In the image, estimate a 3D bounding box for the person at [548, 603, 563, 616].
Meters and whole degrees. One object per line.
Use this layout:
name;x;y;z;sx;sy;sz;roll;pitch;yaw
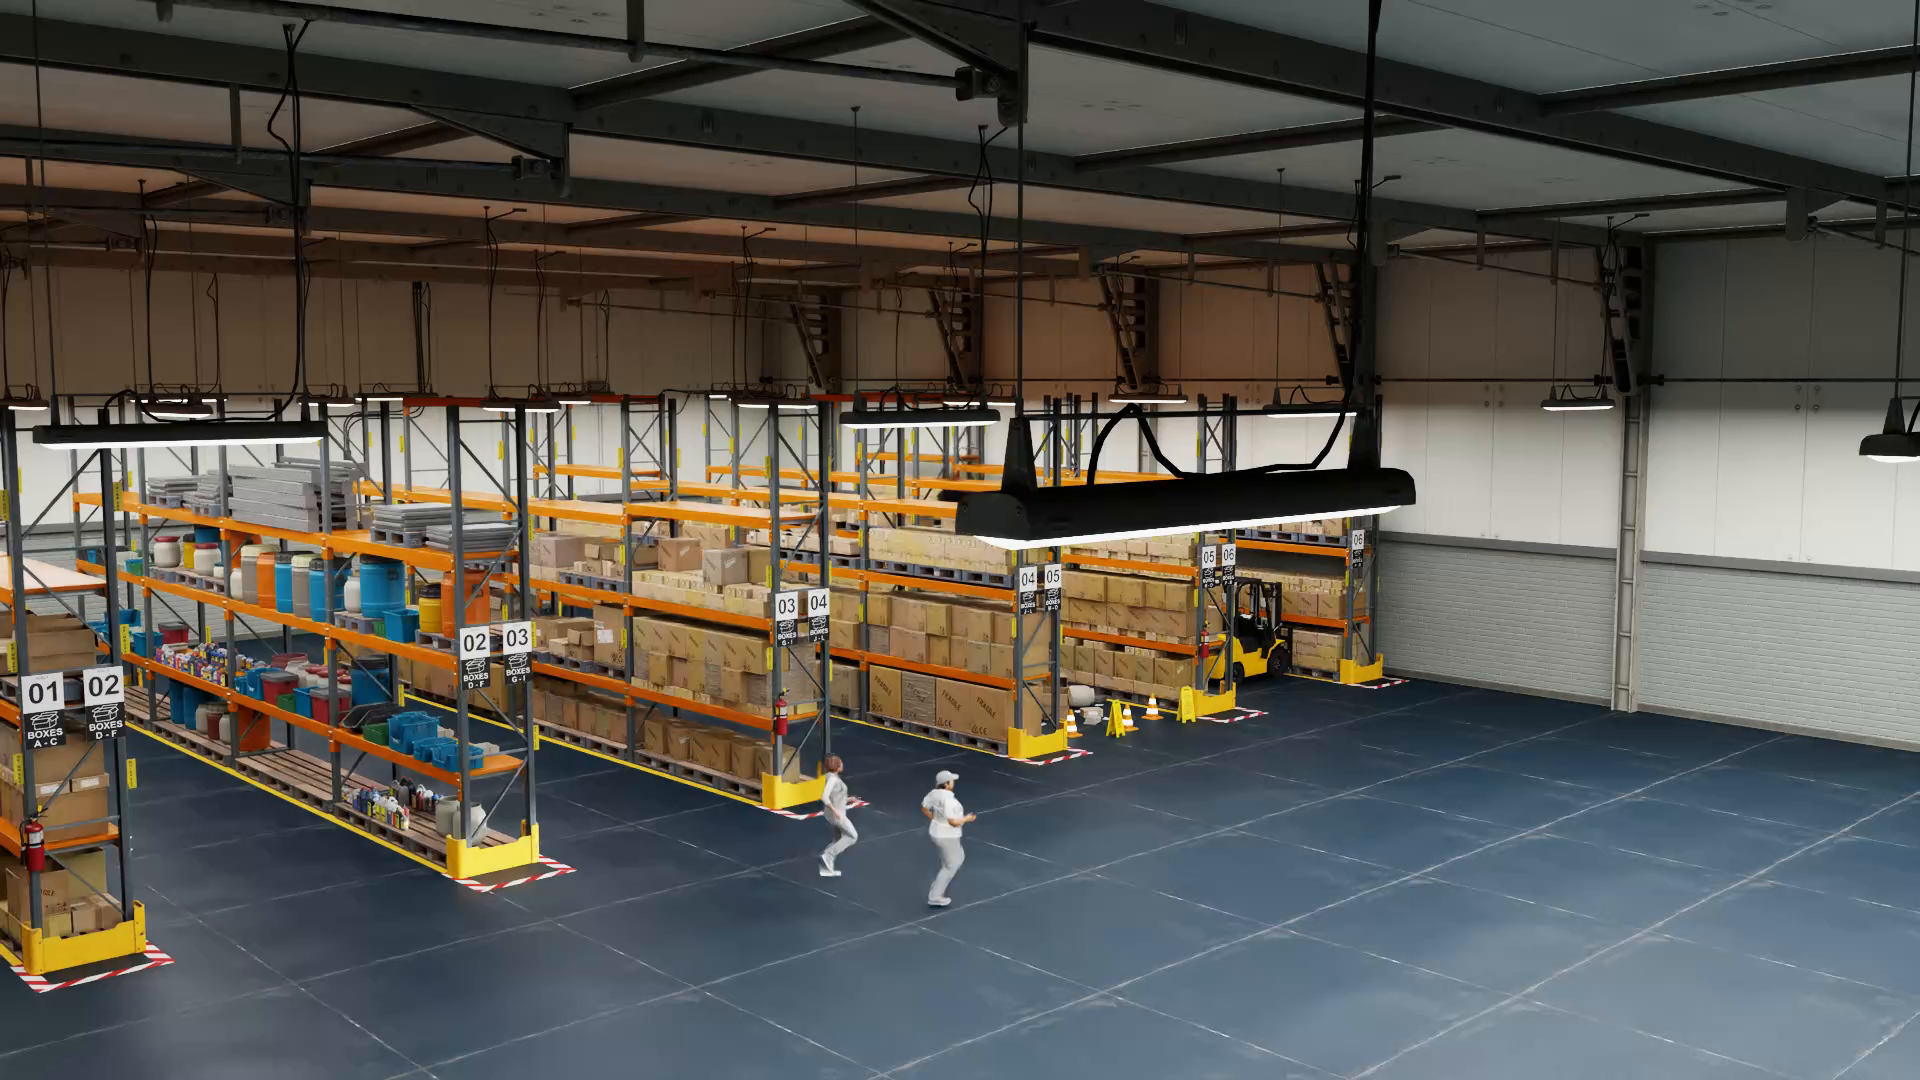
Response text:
person;-9.985;1.515;41.116;0.641;1.745;0.802;0;6;-2

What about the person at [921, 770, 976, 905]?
person;-0.123;3.580;20.031;0.603;1.656;0.588;-2;6;-22

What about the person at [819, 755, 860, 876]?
person;-1.535;3.512;21.163;0.544;1.557;0.528;-1;6;-14
